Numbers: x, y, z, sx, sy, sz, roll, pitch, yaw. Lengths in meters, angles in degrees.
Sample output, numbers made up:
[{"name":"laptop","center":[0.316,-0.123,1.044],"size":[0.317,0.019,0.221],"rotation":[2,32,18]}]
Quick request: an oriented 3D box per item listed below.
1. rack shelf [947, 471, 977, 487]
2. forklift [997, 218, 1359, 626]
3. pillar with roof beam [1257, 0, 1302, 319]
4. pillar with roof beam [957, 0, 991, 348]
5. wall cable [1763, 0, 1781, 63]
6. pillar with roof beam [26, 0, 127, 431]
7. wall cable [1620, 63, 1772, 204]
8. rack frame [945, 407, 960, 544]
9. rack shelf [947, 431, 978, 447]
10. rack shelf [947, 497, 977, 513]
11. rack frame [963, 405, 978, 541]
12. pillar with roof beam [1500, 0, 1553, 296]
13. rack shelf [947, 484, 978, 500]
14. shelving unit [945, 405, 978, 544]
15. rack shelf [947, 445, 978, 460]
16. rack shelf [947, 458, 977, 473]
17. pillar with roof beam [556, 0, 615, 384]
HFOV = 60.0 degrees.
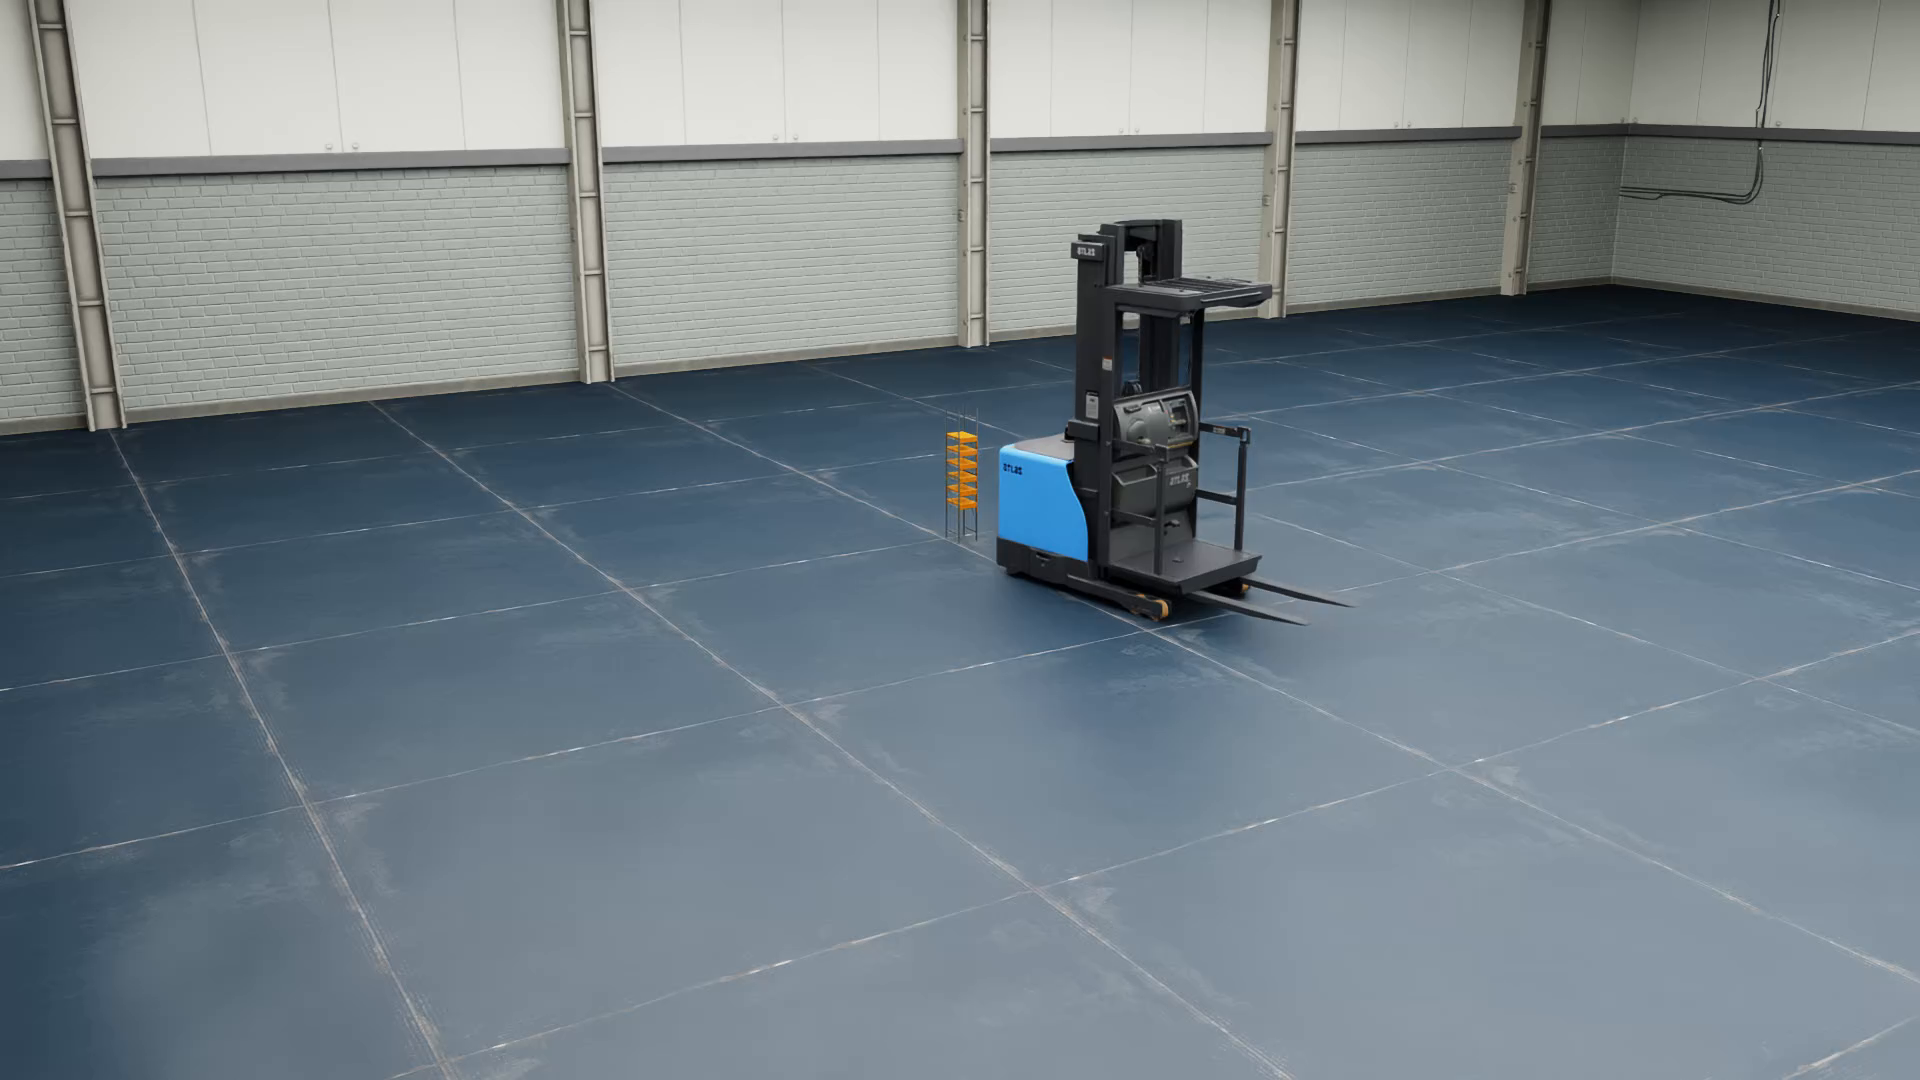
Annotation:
[{"name":"rack shelf","center":[0.012,-0.537,14.767],"size":[0.180,0.103,0.258],"rotation":[-9,18,-30]},{"name":"forklift","center":[1.684,-0.948,12.860],"size":[1.130,2.935,3.031],"rotation":[-14,21,-41]},{"name":"pillar with roof beam","center":[7.564,-7.172,23.823],"size":[0.400,9.000,9.100],"rotation":[-9,18,-30]},{"name":"pillar with roof beam","center":[2.421,-6.338,20.848],"size":[0.400,9.000,9.100],"rotation":[-9,18,-30]},{"name":"wall cable","center":[15.090,-9.416,28.226],"size":[0.112,2.526,3.097],"rotation":[-9,18,-30]},{"name":"pillar with roof beam","center":[-7.865,-4.670,14.897],"size":[0.400,9.000,9.100],"rotation":[-9,18,-30]},{"name":"wall cable","center":[13.696,-7.611,31.141],"size":[0.112,2.526,3.097],"rotation":[-9,18,-30]},{"name":"rack frame","center":[-0.066,-0.567,14.710],"size":[0.006,1.200,0.240],"rotation":[-9,18,-30]},{"name":"rack shelf","center":[0.012,-0.884,14.670],"size":[0.180,0.103,0.258],"rotation":[-9,18,-30]},{"name":"rack shelf","center":[0.012,-0.306,14.832],"size":[0.180,0.103,0.258],"rotation":[-9,18,-30]},{"name":"rack frame","center":[0.091,-0.592,14.800],"size":[0.006,1.200,0.240],"rotation":[-9,18,-30]},{"name":"pillar with roof beam","center":[12.707,-8.006,26.799],"size":[0.400,9.000,9.100],"rotation":[-9,18,-30]},{"name":"rack shelf","center":[0.012,-0.421,14.799],"size":[0.180,0.103,0.258],"rotation":[-9,18,-30]},{"name":"shelving unit","center":[0.012,-0.580,14.755],"size":[0.189,1.200,0.258],"rotation":[-9,18,-30]},{"name":"rack shelf","center":[0.012,-0.768,14.702],"size":[0.180,0.103,0.258],"rotation":[-9,18,-30]},{"name":"rack shelf","center":[0.012,-0.653,14.735],"size":[0.180,0.103,0.258],"rotation":[-9,18,-30]},{"name":"pillar with roof beam","center":[-2.722,-5.504,17.873],"size":[0.400,9.000,9.100],"rotation":[-9,18,-30]}]
